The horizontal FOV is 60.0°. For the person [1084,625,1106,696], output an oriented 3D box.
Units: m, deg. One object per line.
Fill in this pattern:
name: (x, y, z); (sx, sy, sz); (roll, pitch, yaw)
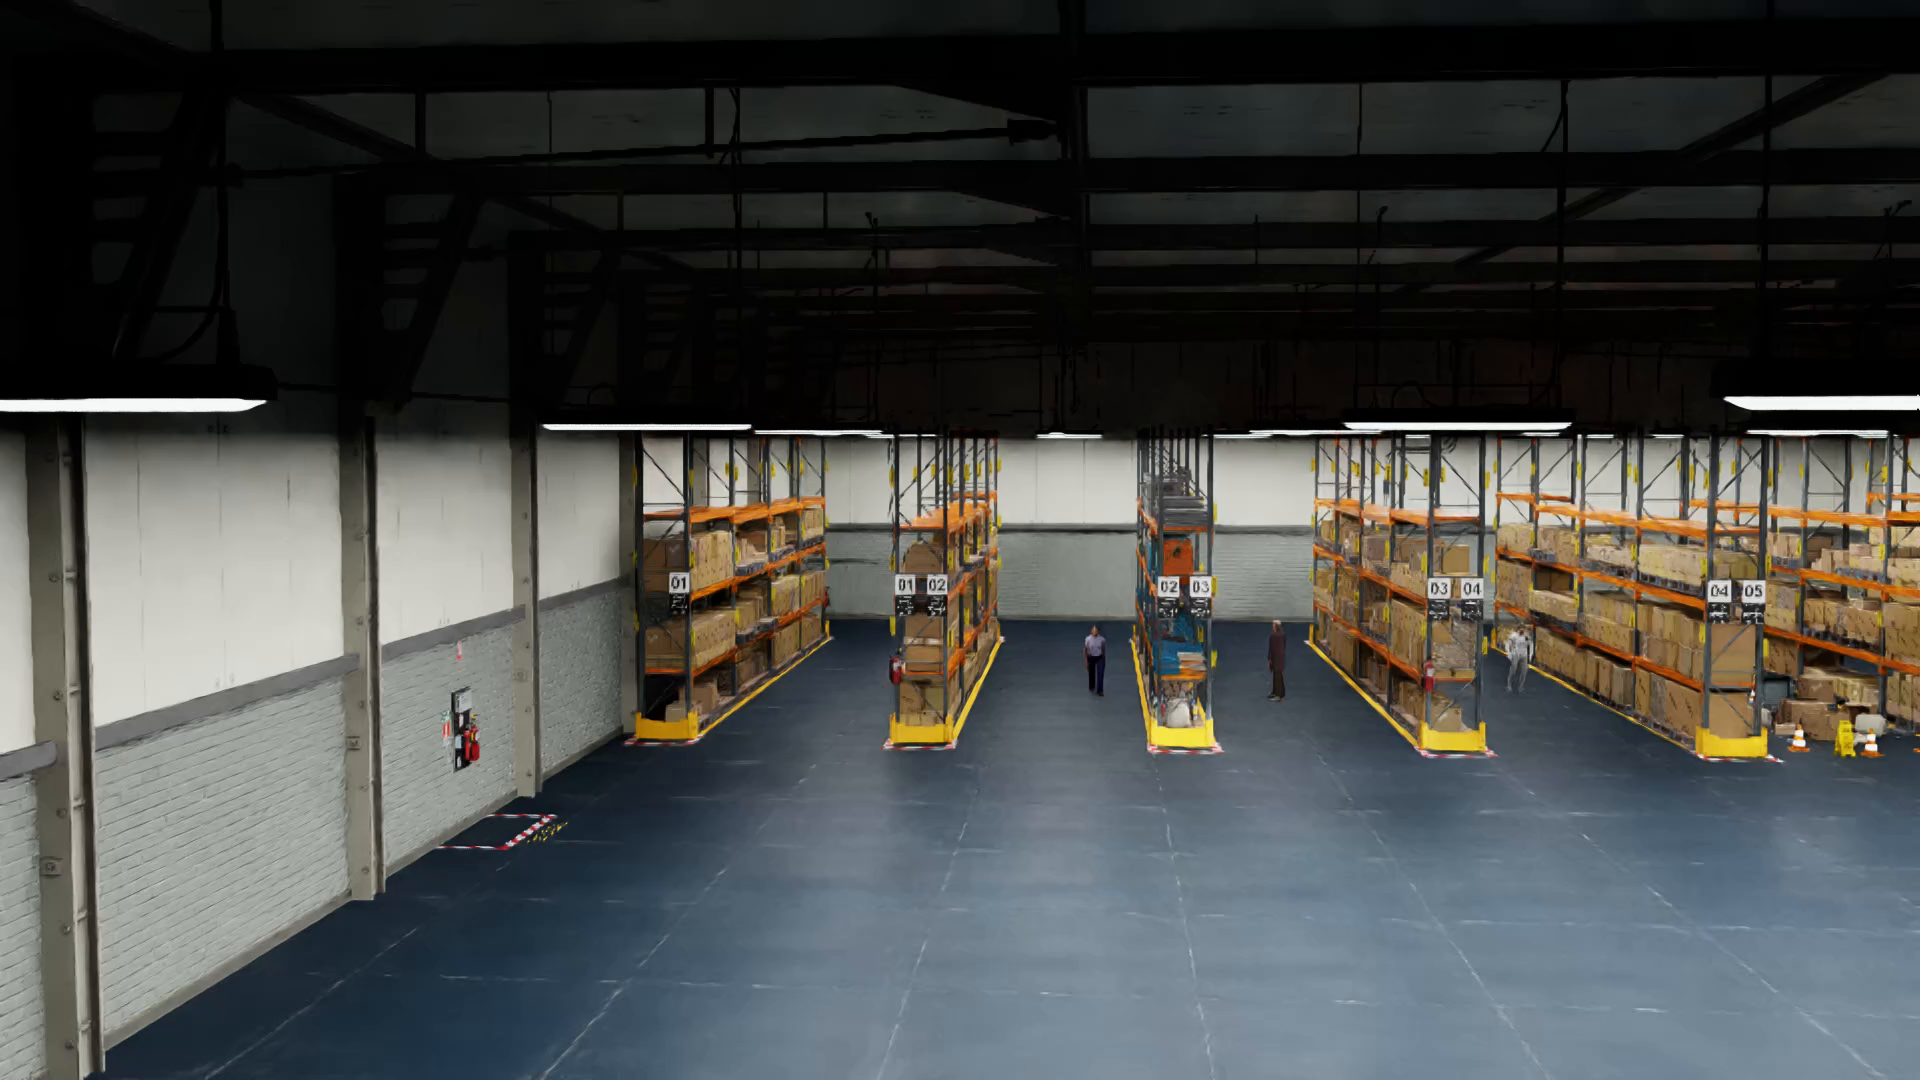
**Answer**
person: (3.032, 2.678, 37.407); (0.479, 1.567, 1.090); (0, 3, 7)

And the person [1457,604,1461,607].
person: (13.700, 2.155, 45.405); (0.544, 1.653, 0.573); (2, 4, 33)

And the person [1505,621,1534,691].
person: (12.742, 2.637, 37.900); (0.639, 1.632, 0.512); (0, 3, 2)

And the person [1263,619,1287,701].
person: (6.925, 2.718, 36.522); (0.630, 1.580, 0.678); (2, 4, 34)
